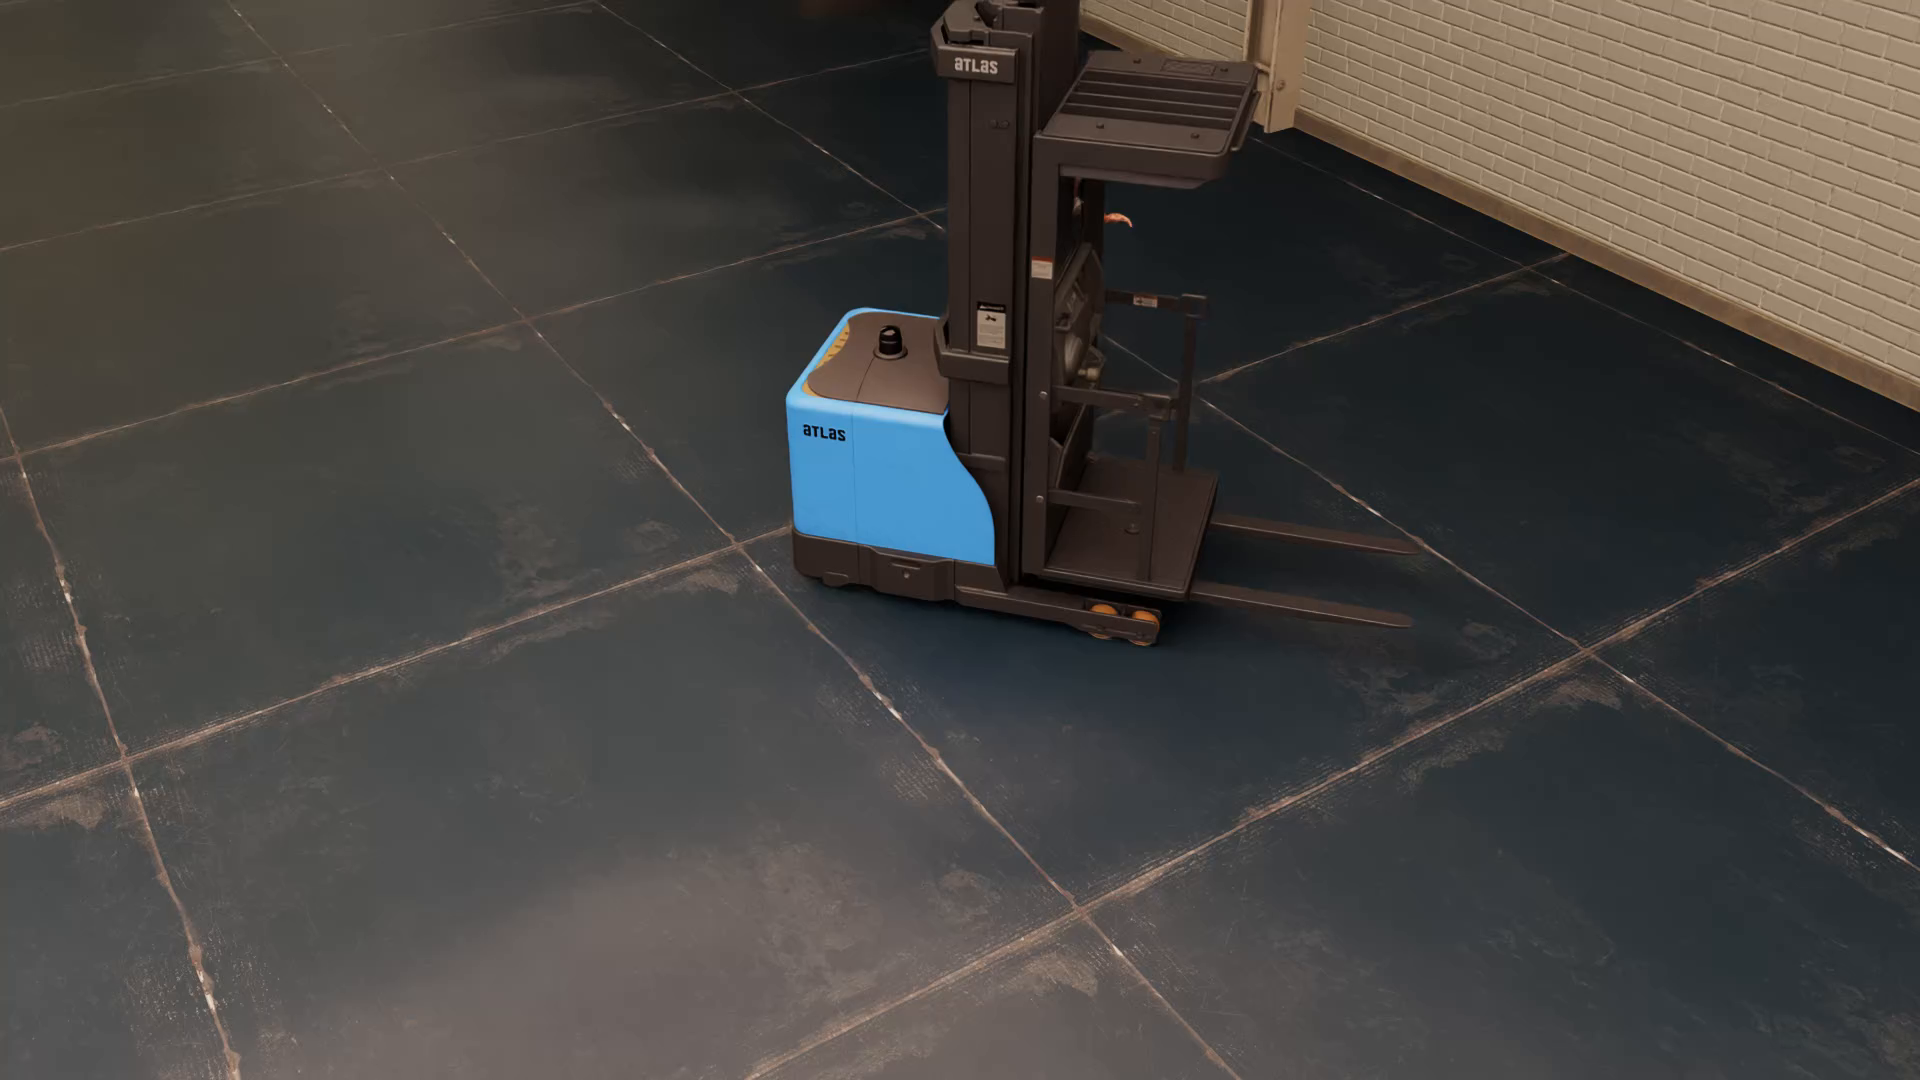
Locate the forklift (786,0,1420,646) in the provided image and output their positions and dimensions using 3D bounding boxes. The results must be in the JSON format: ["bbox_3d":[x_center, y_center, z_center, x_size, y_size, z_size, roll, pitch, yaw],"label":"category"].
[{"bbox_3d":[0.738,-1.033,7.618,3.031,2.935,1.130,9,36,13],"label":"forklift"}]

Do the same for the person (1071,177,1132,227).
[{"bbox_3d":[0.587,-1.468,9.431,0.927,1.523,0.960,-11,36,-15],"label":"person"}]
